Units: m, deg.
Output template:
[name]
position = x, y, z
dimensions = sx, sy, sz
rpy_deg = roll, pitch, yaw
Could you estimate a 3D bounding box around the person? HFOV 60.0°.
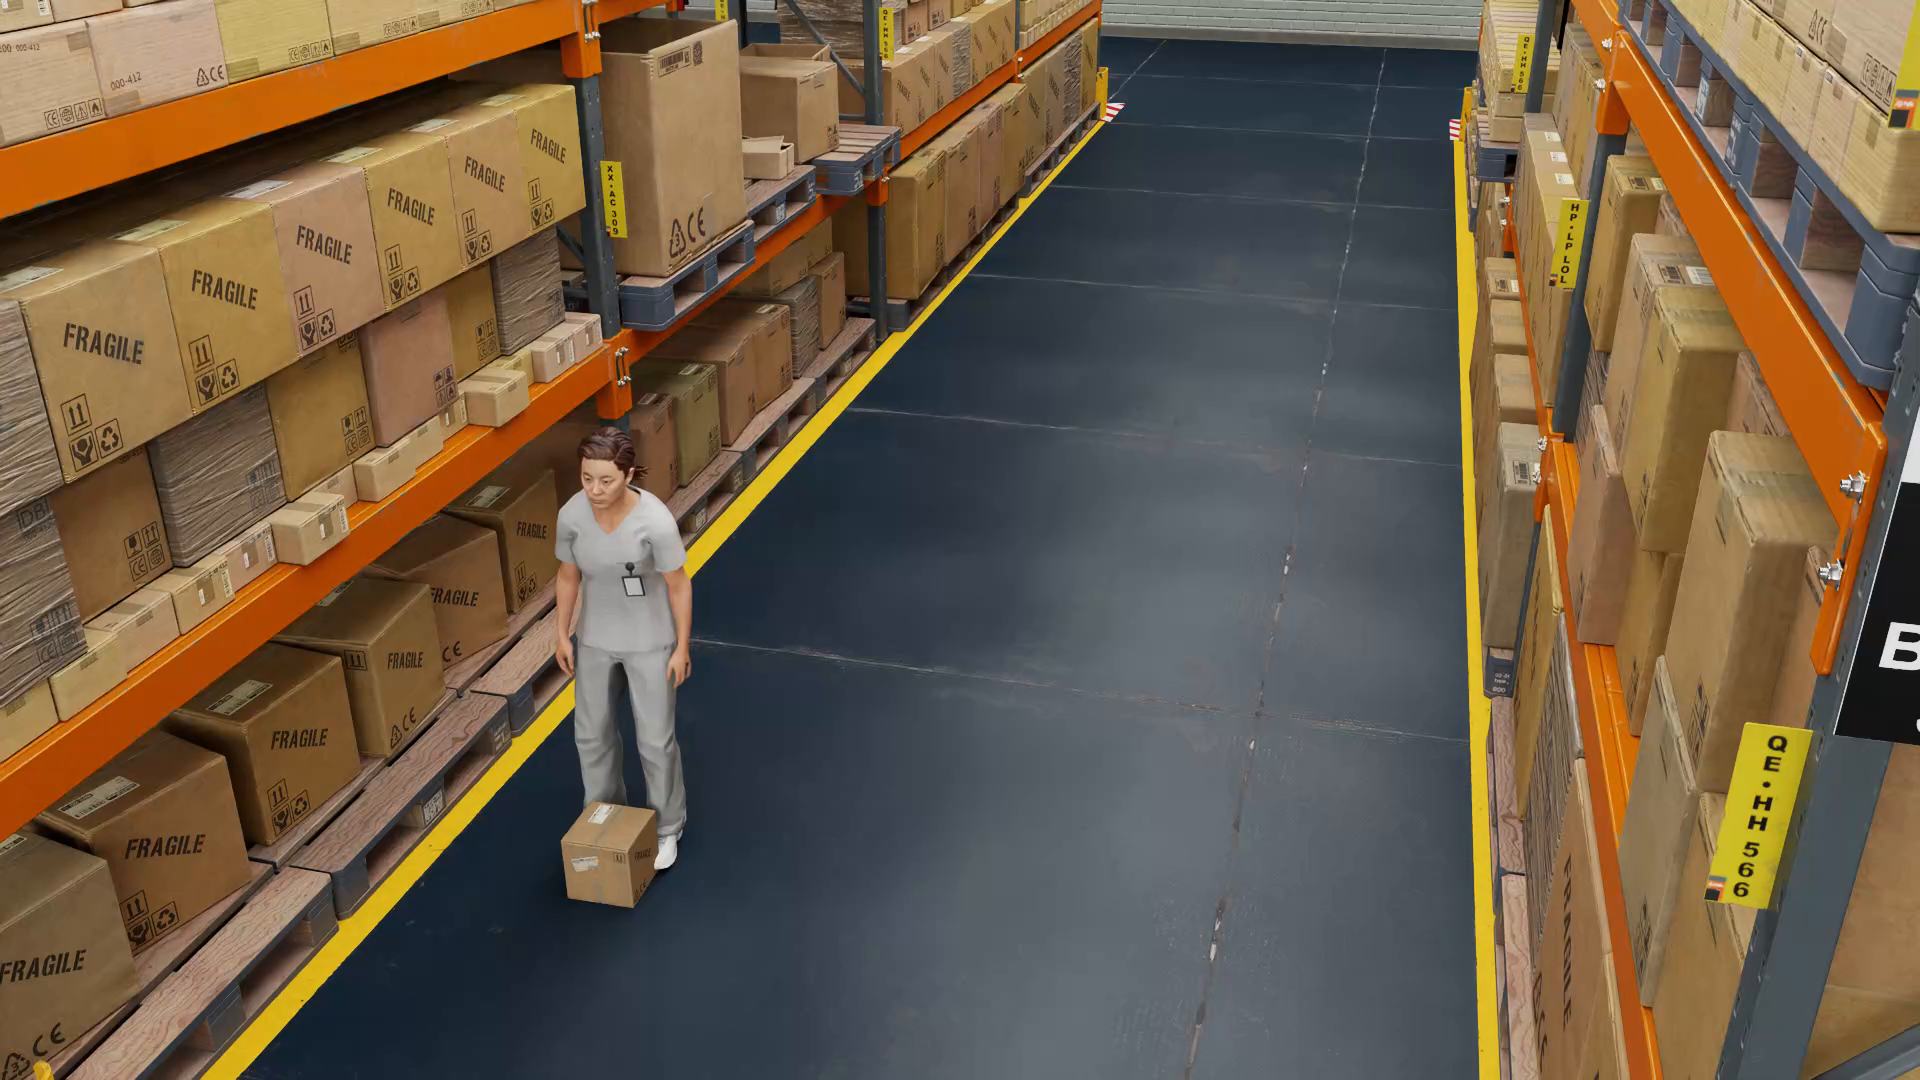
[person]
position = -1.182, 0.373, 5.827
dimensions = 0.514, 1.673, 0.358
rpy_deg = 5, 26, 10
